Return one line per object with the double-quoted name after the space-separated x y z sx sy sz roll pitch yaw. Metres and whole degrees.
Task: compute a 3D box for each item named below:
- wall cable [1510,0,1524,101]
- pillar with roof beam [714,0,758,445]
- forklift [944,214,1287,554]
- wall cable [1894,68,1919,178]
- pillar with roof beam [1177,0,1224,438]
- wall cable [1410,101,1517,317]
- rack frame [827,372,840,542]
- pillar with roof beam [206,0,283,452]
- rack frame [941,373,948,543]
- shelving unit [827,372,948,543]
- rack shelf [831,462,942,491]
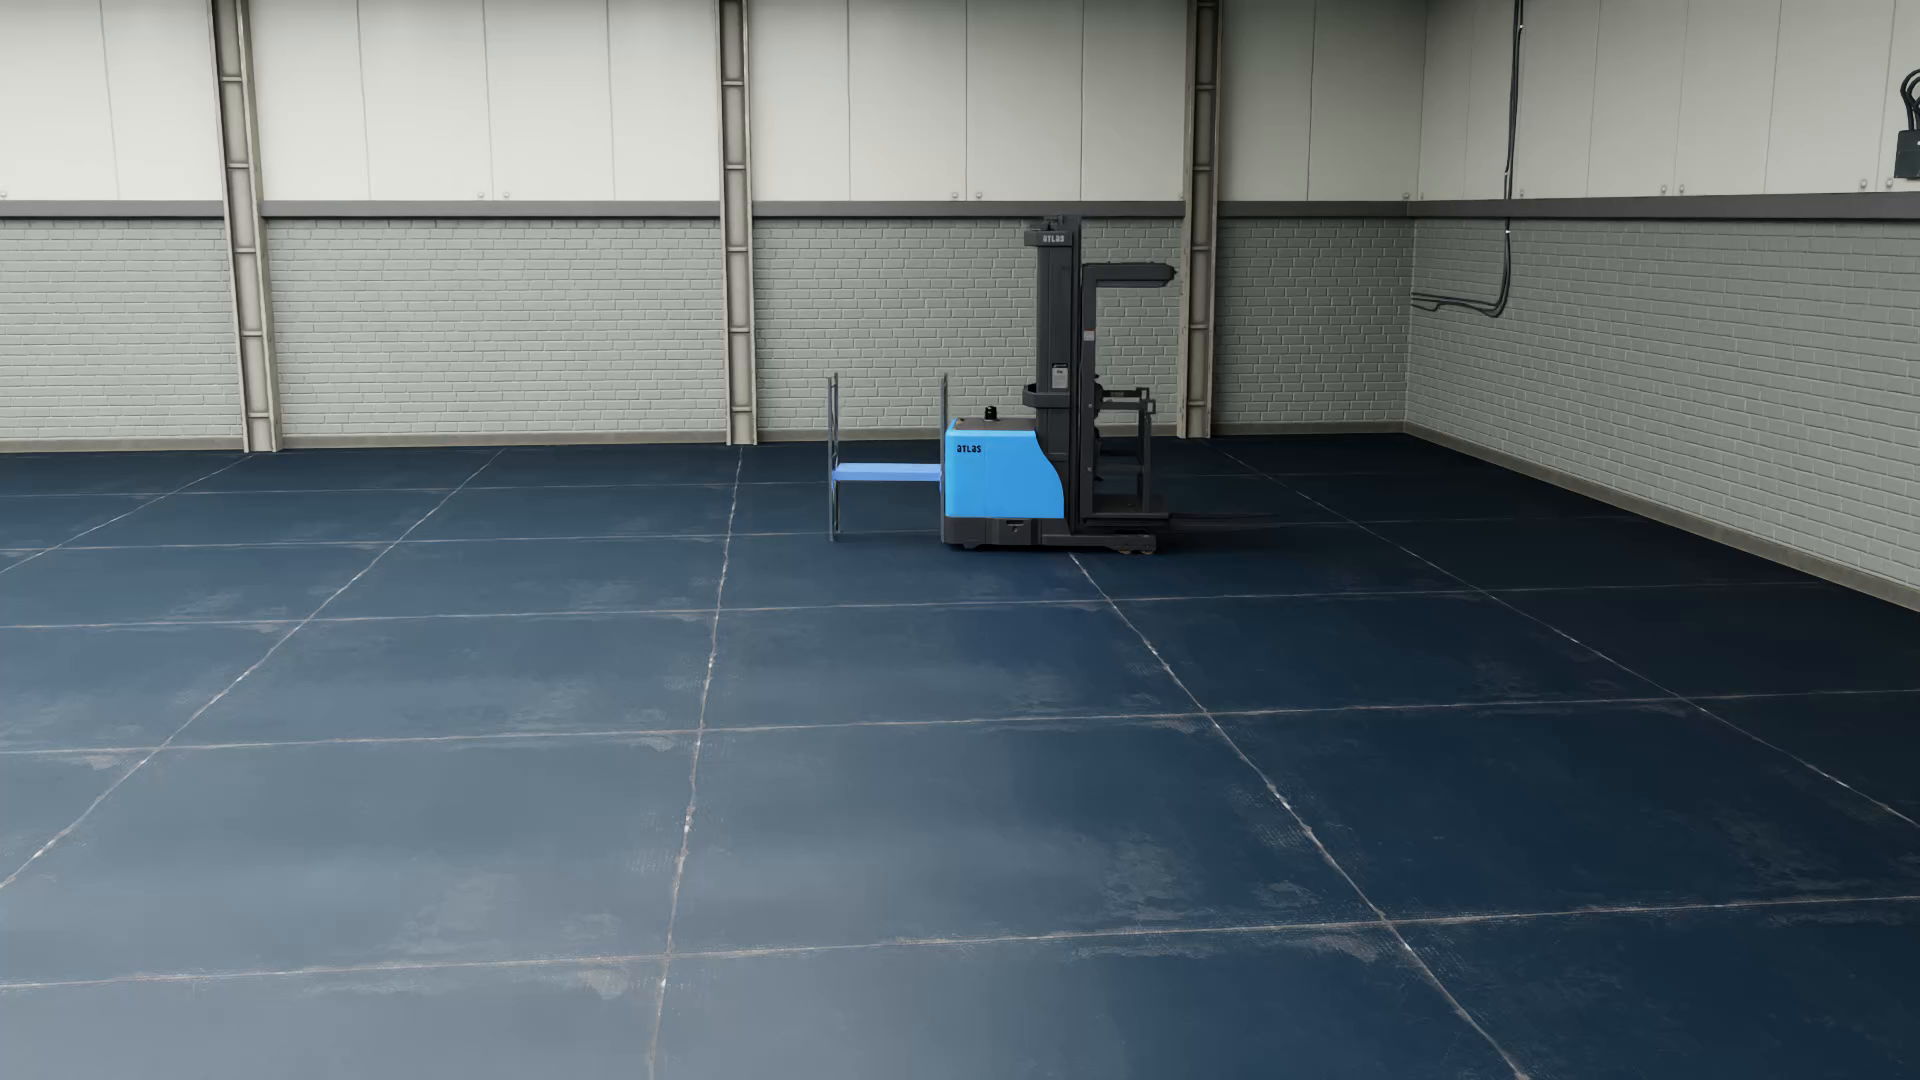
6.493 -6.044 17.623 0.112 2.526 3.097 -1 11 -6 "wall cable"
-2.371 -4.850 16.592 0.400 9.000 9.100 -1 11 -6 "pillar with roof beam"
1.394 -1.418 14.867 3.031 2.935 1.130 1 11 3 "forklift"
7.210 -5.456 10.859 0.169 6.003 2.305 -1 11 -6 "wall cable"
3.594 -4.975 17.228 0.400 9.000 9.100 -1 11 -6 "pillar with roof beam"
6.201 -4.085 20.749 0.112 2.526 3.097 -1 11 -6 "wall cable"
-1.157 -0.768 15.268 0.032 1.500 0.500 1 11 3 "rack frame"
-8.335 -4.725 15.957 0.400 9.000 9.100 -1 11 -6 "pillar with roof beam"
-0.142 -0.757 15.212 0.032 1.500 0.500 1 11 3 "rack frame"
-0.650 -0.762 15.240 1.048 1.500 0.538 1 11 3 "shelving unit"
-0.650 -0.586 15.275 1.000 0.185 0.538 1 11 3 "rack shelf"
